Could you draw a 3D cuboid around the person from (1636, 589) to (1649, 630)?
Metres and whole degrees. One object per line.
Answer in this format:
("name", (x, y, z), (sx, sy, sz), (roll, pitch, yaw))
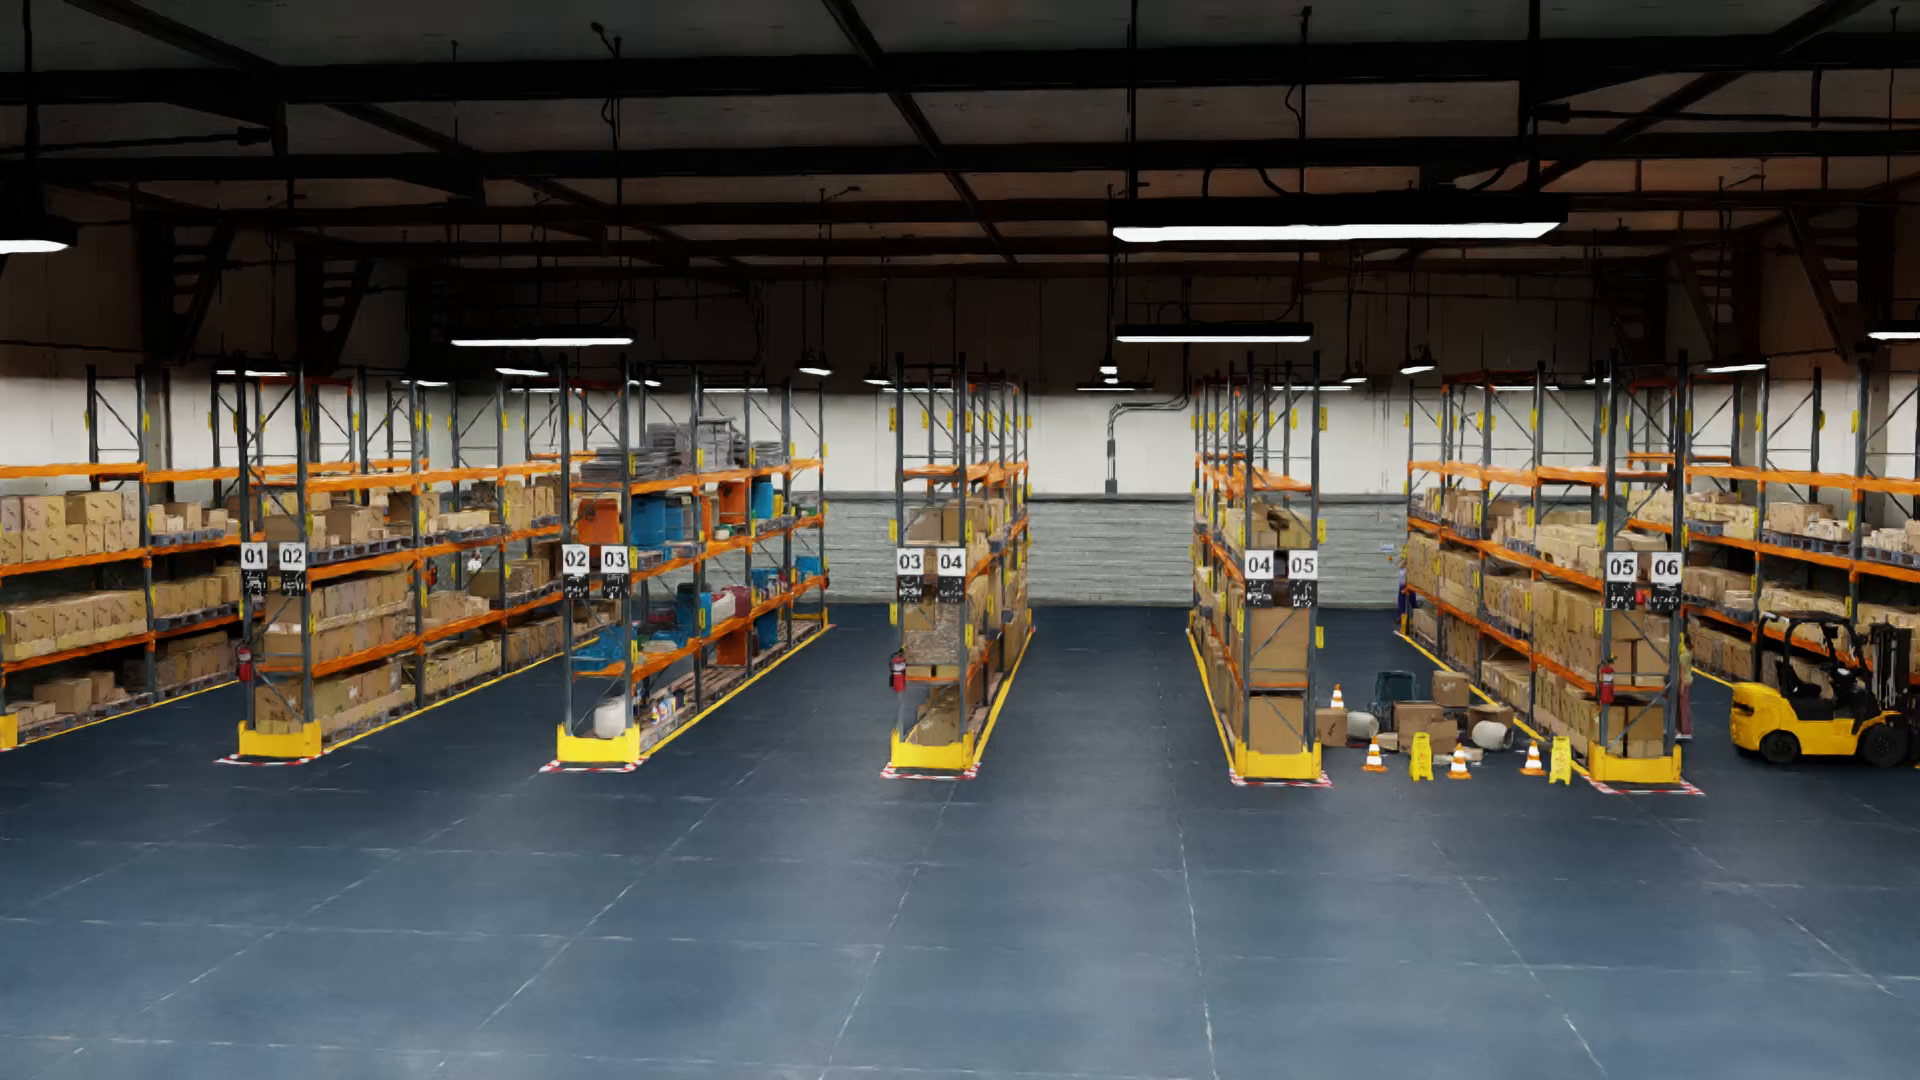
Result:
("person", (13.916, 1.699, 34.213), (0.550, 1.720, 0.626), (2, 4, 23))

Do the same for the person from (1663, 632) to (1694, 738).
("person", (11.390, 2.298, 26.330), (0.481, 1.642, 0.492), (3, 5, 35))

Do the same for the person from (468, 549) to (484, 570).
("person", (-12.637, 1.060, 43.596), (0.558, 1.670, 0.697), (4, 5, 42))

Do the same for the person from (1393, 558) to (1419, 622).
("person", (11.201, 1.237, 41.560), (0.688, 1.633, 0.518), (-2, 4, -22))
